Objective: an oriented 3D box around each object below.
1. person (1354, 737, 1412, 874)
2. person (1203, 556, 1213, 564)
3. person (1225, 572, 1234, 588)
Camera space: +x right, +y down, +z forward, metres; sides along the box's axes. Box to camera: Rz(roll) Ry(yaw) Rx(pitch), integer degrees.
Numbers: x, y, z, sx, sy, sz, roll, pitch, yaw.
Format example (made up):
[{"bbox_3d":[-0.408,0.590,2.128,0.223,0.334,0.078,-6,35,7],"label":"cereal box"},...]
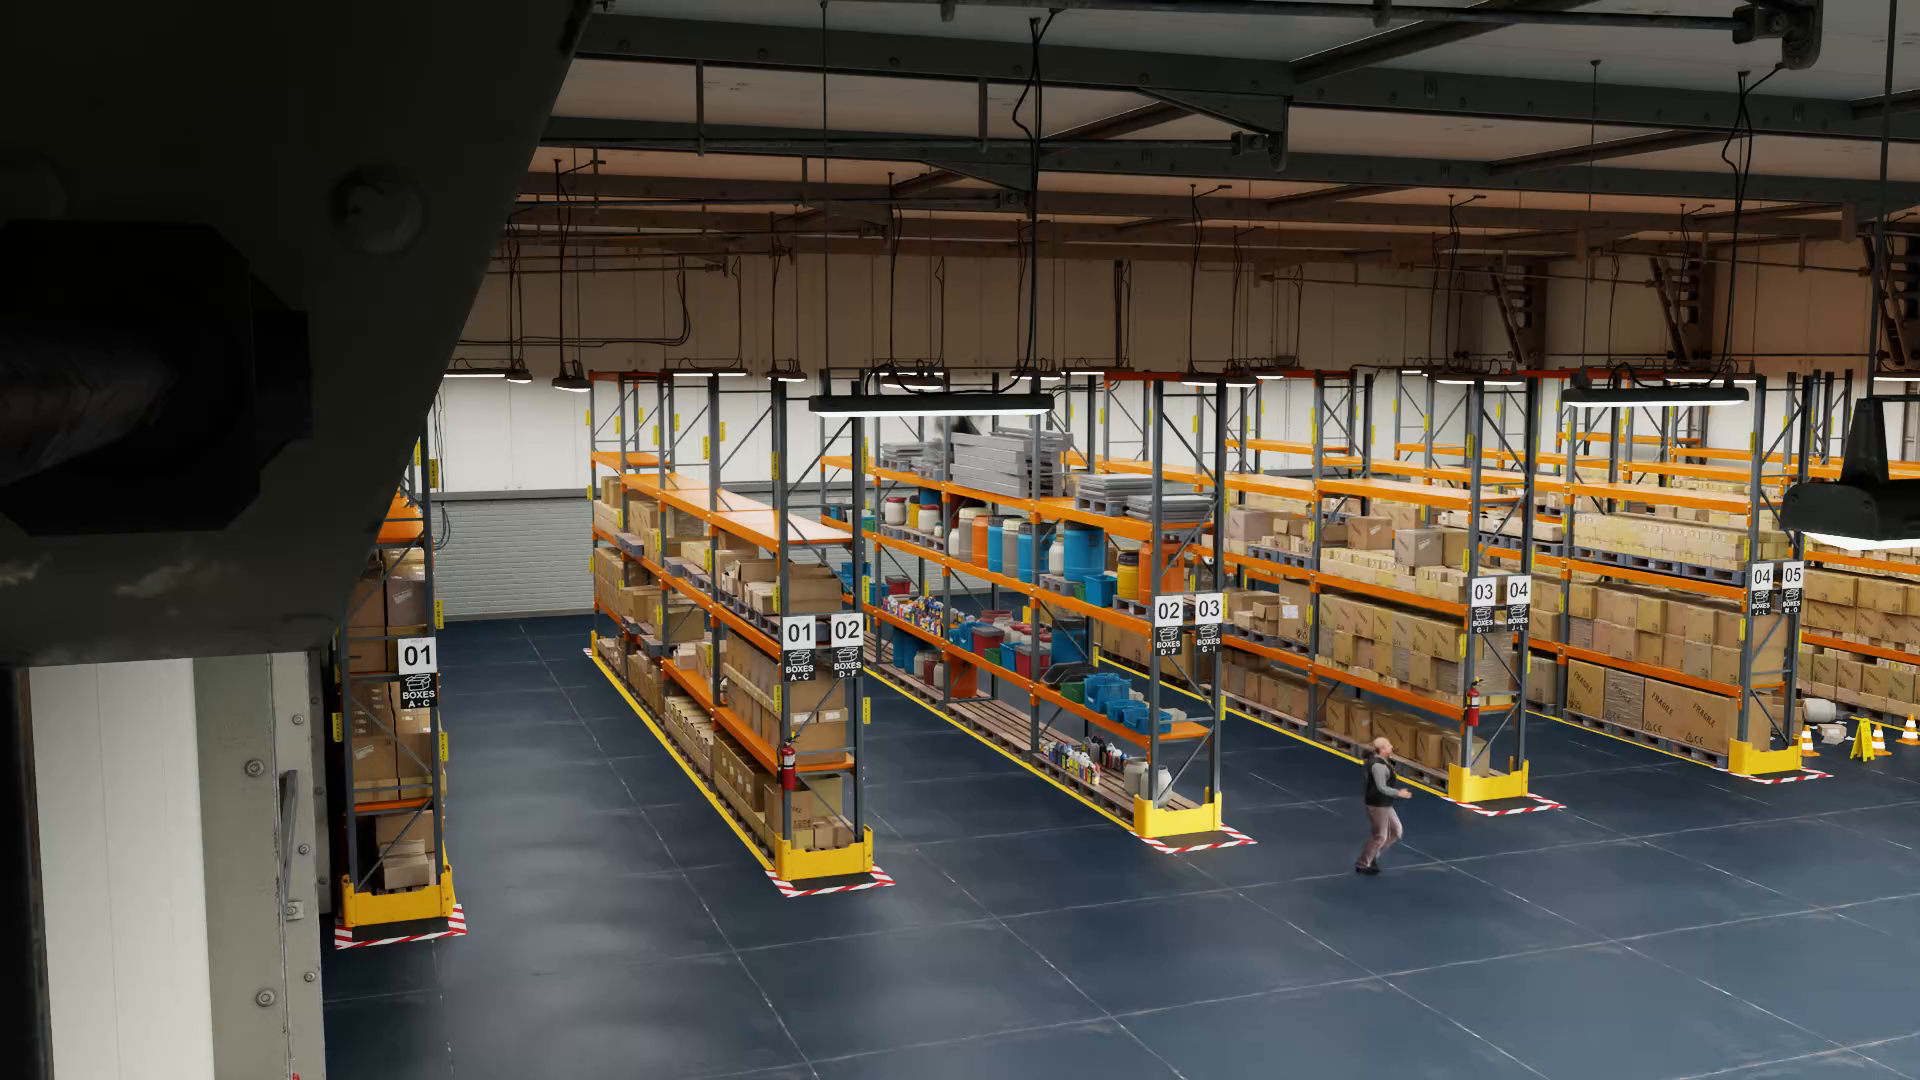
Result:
[{"bbox_3d":[5.150,3.234,20.225,0.653,1.710,0.690,1,7,12],"label":"person"},{"bbox_3d":[6.233,0.914,41.343,0.570,1.613,0.633,-5,8,-36],"label":"person"},{"bbox_3d":[6.723,0.845,41.534,0.701,1.725,0.735,0,6,1],"label":"person"}]
